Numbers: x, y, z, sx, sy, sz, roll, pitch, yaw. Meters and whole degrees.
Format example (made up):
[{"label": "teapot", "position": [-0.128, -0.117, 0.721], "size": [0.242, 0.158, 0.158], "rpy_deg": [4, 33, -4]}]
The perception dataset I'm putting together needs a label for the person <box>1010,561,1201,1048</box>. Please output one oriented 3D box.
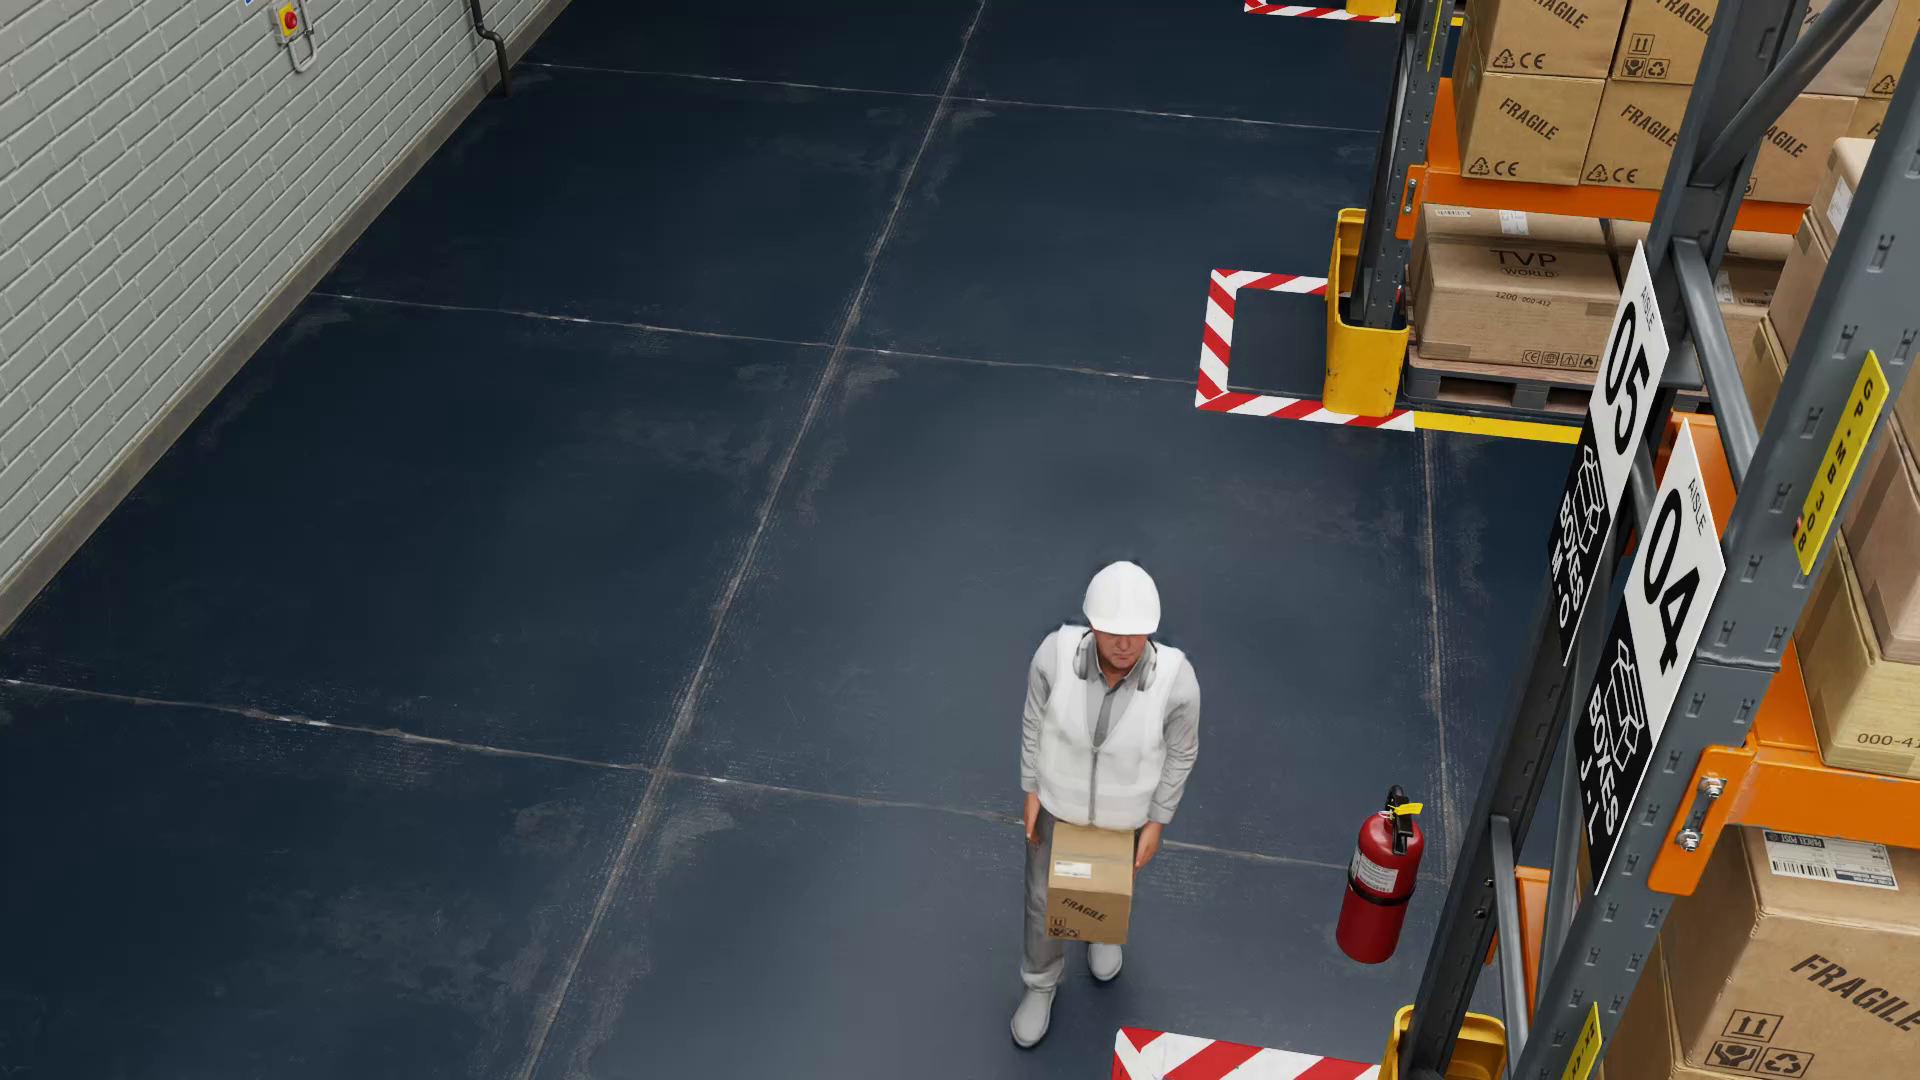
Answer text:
[{"label": "person", "position": [0.438, 0.837, 5.131], "size": [0.539, 1.769, 0.633], "rpy_deg": [6, 41, 7]}]
